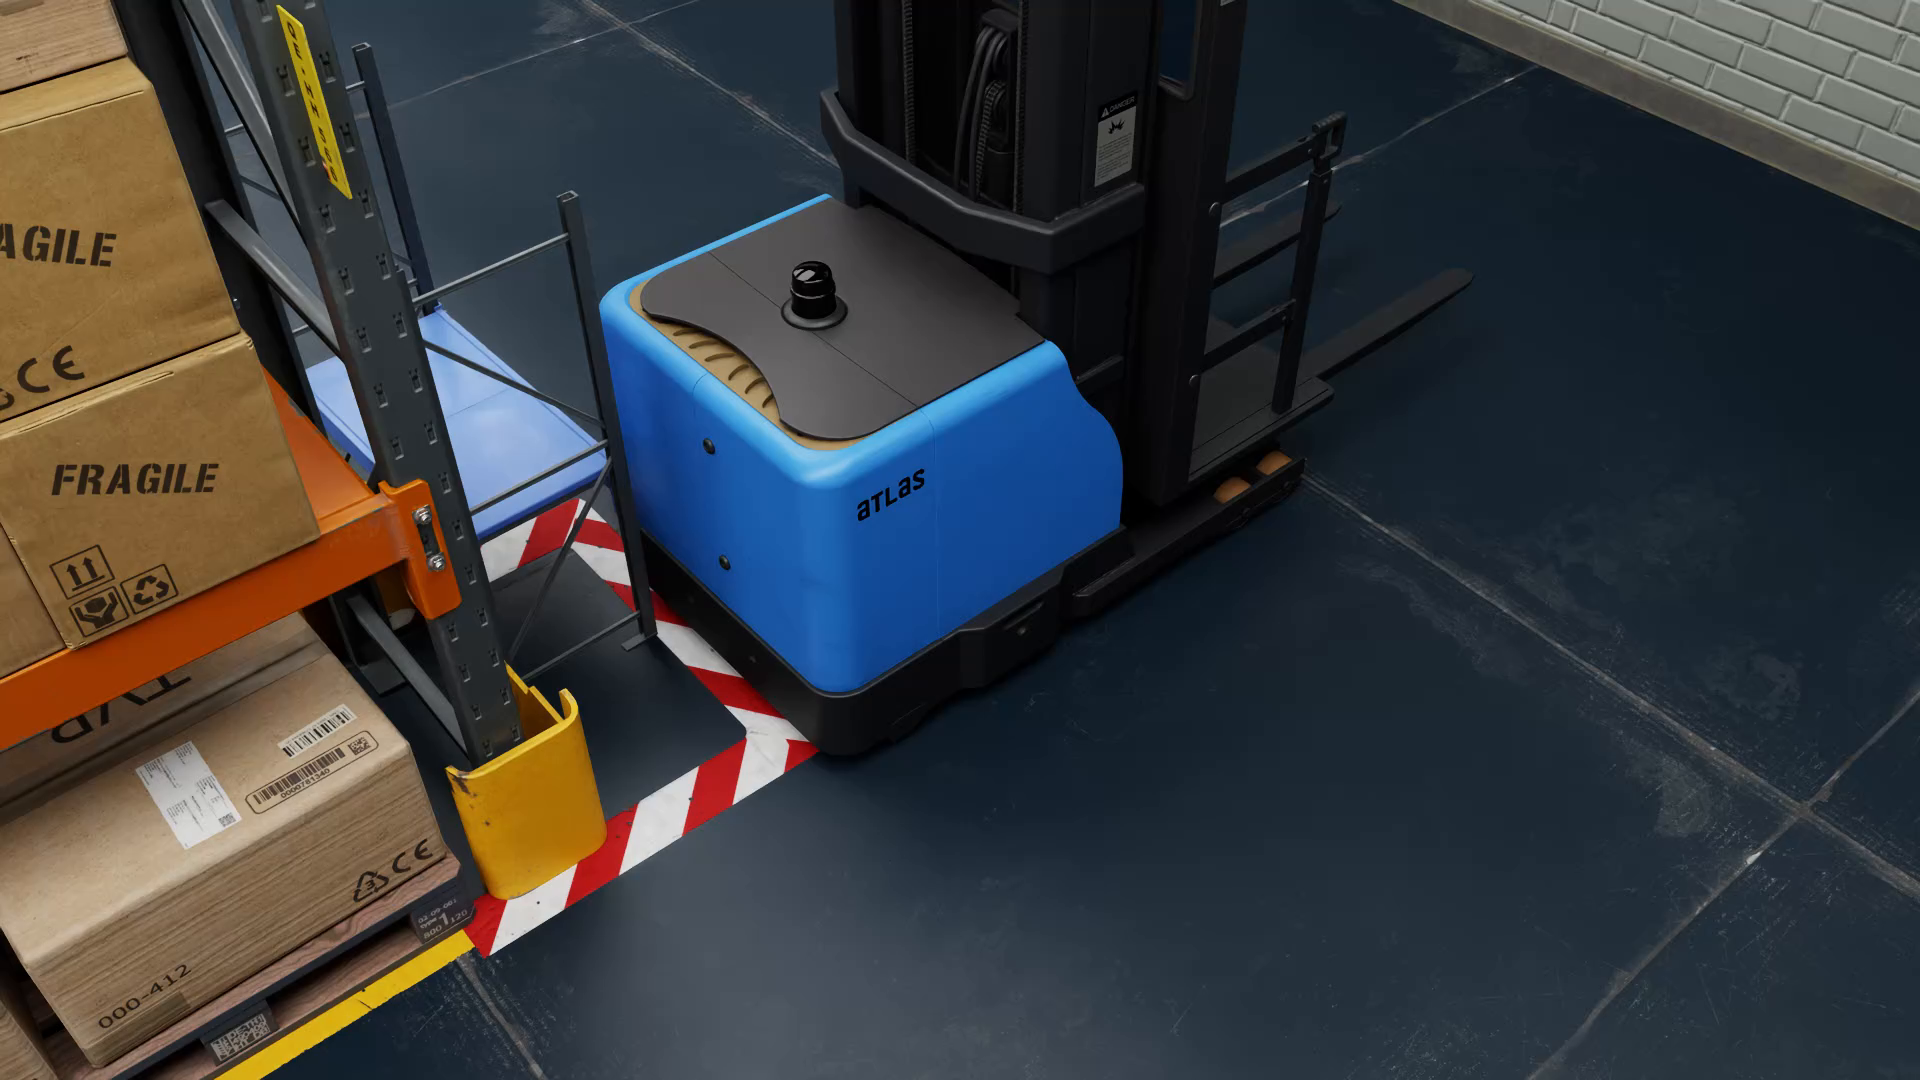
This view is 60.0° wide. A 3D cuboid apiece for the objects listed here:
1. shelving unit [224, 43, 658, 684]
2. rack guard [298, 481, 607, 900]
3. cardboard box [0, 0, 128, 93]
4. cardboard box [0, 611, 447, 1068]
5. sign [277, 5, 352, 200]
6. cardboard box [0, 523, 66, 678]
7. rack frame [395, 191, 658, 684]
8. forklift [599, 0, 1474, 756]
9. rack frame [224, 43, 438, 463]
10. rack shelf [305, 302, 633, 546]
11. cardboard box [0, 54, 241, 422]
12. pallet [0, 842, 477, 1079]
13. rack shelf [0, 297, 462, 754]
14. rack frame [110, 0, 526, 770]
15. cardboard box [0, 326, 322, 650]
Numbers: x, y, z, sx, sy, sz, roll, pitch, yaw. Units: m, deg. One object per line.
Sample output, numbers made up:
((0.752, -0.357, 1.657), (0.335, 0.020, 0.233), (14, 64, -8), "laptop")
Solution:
((-1.436, -0.417, 4.598), (0.538, 1.500, 1.048), (-32, 52, -29), "shelving unit")
((-1.416, 0.378, 4.482), (0.348, 0.500, 1.175), (-30, 51, -28), "rack guard")
((-1.582, -0.897, 2.737), (0.250, 0.149, 0.380), (-29, 50, -27), "cardboard box")
((-1.877, 0.601, 3.984), (0.875, 0.438, 0.875), (-32, 52, -29), "cardboard box")
((-1.097, -0.740, 2.828), (0.005, 0.325, 0.100), (-30, 51, -28), "sign")
((-2.030, 0.004, 2.981), (0.500, 0.500, 0.500), (-31, 51, -29), "cardboard box")
((-1.094, -0.160, 4.324), (0.500, 1.500, 0.032), (-32, 52, -29), "rack frame")
((0.473, -1.348, 4.544), (3.031, 2.935, 1.130), (-31, 51, -28), "forklift")
((-1.779, -0.674, 4.872), (0.500, 1.500, 0.032), (-32, 52, -29), "rack frame")
((-1.436, -0.286, 4.721), (0.538, 0.185, 1.000), (-32, 52, -29), "rack shelf")
((-1.652, -0.587, 2.880), (0.500, 0.500, 0.500), (-28, 50, -27), "cardboard box")
((-1.998, 0.886, 4.152), (1.213, 0.211, 1.003), (-30, 51, -28), "pallet")
((-2.969, 0.618, 2.926), (4.000, 0.370, 1.077), (-30, 51, -28), "rack shelf")
((-1.435, -0.523, 3.615), (0.127, 3.000, 1.000), (-30, 51, -28), "rack frame")
((-1.635, -0.208, 3.208), (0.500, 0.500, 0.500), (-30, 51, -28), "cardboard box")
